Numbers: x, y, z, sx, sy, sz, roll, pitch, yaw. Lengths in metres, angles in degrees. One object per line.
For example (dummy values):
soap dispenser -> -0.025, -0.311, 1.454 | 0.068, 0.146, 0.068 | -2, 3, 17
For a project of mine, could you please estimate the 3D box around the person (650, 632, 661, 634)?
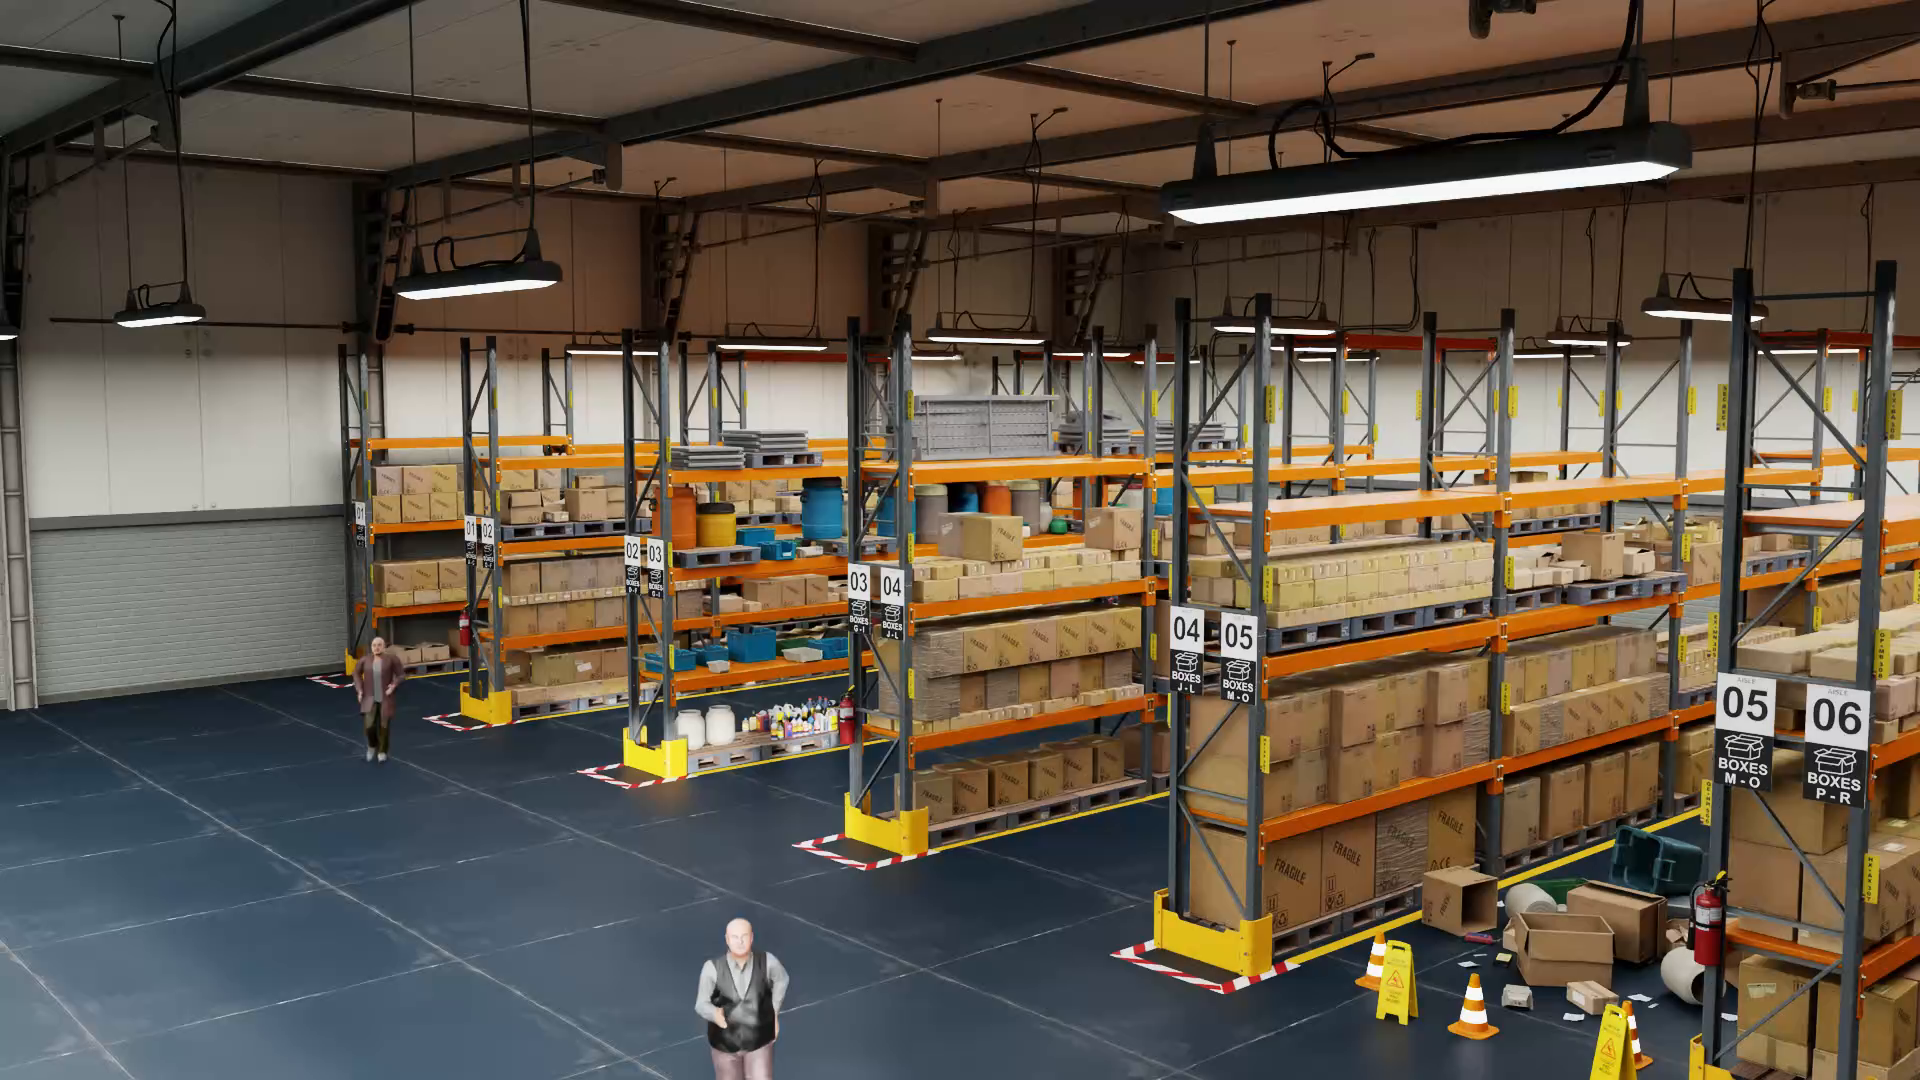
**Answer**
person -> -5.628, 1.658, 30.472 | 0.515, 1.556, 0.629 | 4, 6, 35

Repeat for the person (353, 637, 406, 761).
person -> -8.060, 2.224, 23.082 | 0.716, 1.745, 0.656 | -1, 5, -15

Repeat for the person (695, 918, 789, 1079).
person -> -1.425, 3.343, 10.894 | 0.609, 1.759, 0.786 | 0, 5, -5
